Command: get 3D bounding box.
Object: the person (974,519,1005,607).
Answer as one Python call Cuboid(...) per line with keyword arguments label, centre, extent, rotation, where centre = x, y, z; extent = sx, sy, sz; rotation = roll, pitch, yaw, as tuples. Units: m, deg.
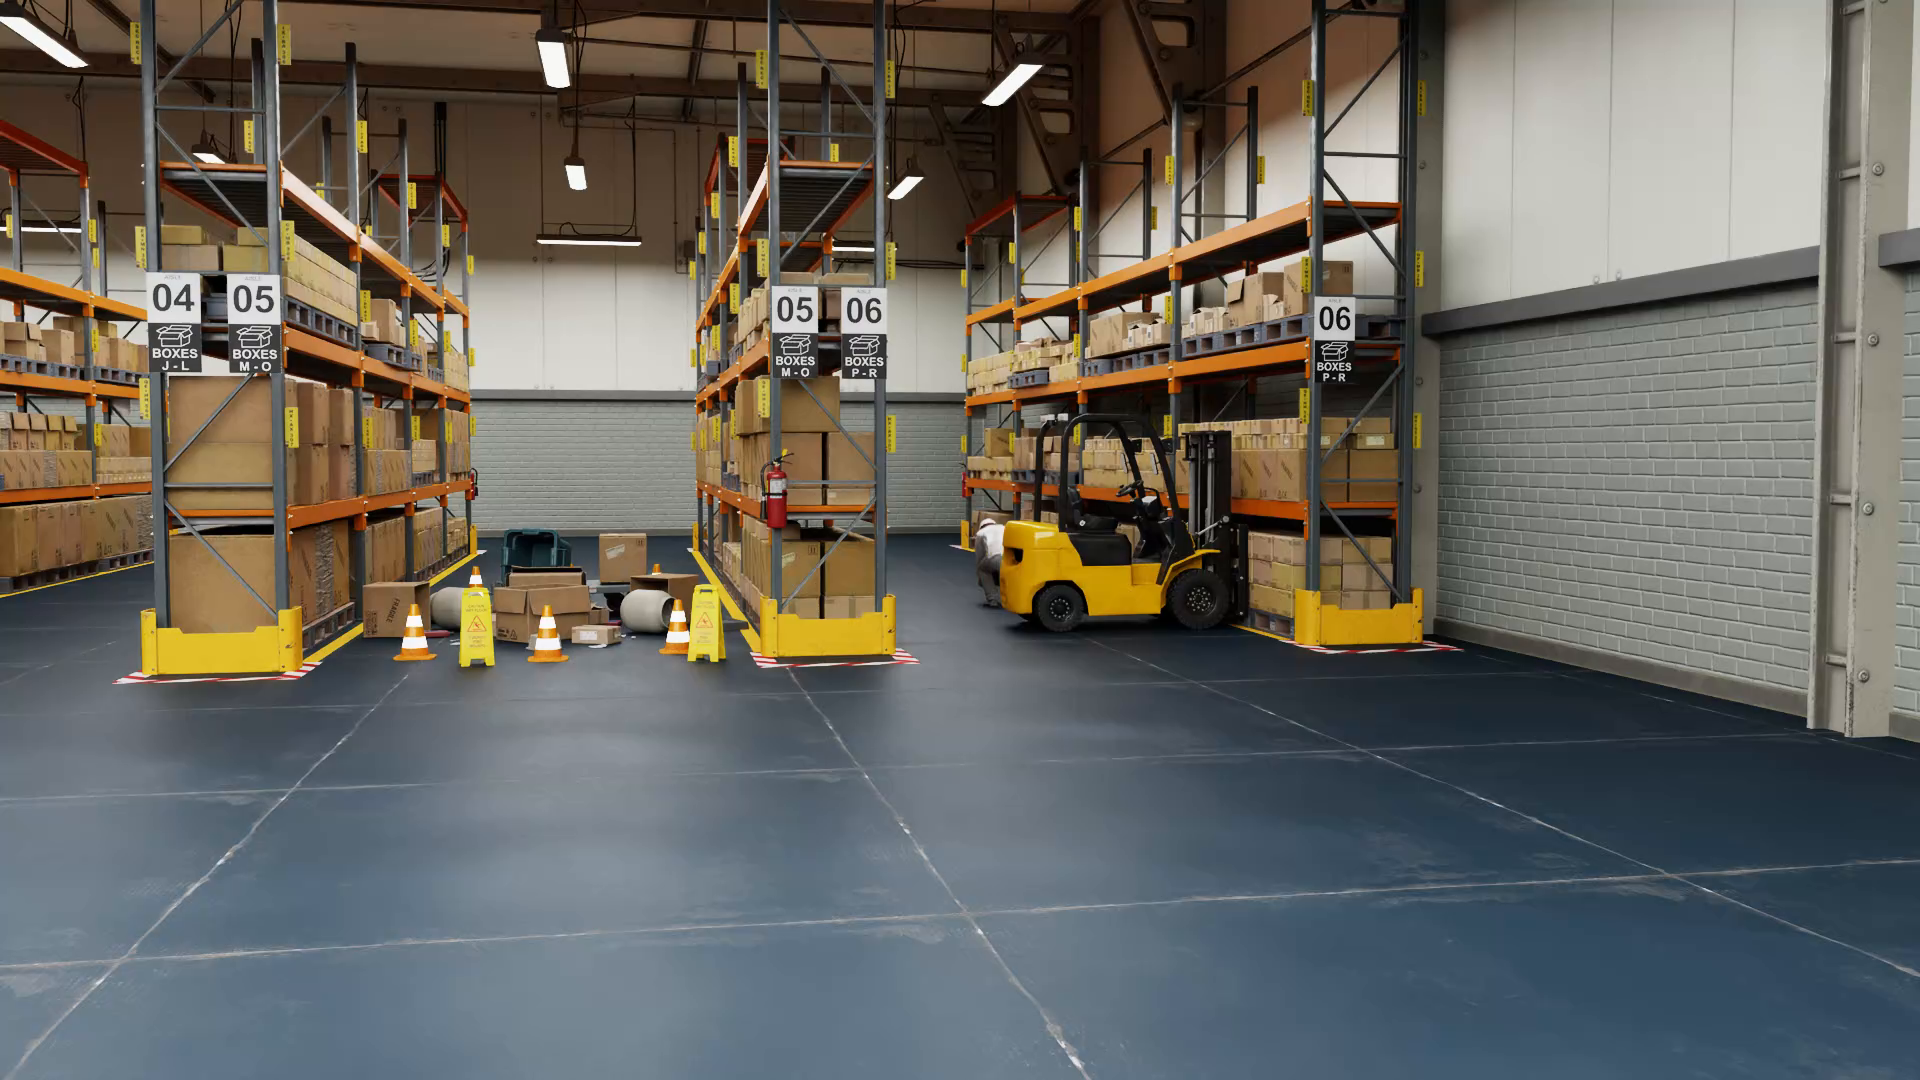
Cuboid(label="person", centre=(0.449, 0.263, 19.361), extent=(0.506, 0.992, 0.952), rotation=(-1, 3, -13))
